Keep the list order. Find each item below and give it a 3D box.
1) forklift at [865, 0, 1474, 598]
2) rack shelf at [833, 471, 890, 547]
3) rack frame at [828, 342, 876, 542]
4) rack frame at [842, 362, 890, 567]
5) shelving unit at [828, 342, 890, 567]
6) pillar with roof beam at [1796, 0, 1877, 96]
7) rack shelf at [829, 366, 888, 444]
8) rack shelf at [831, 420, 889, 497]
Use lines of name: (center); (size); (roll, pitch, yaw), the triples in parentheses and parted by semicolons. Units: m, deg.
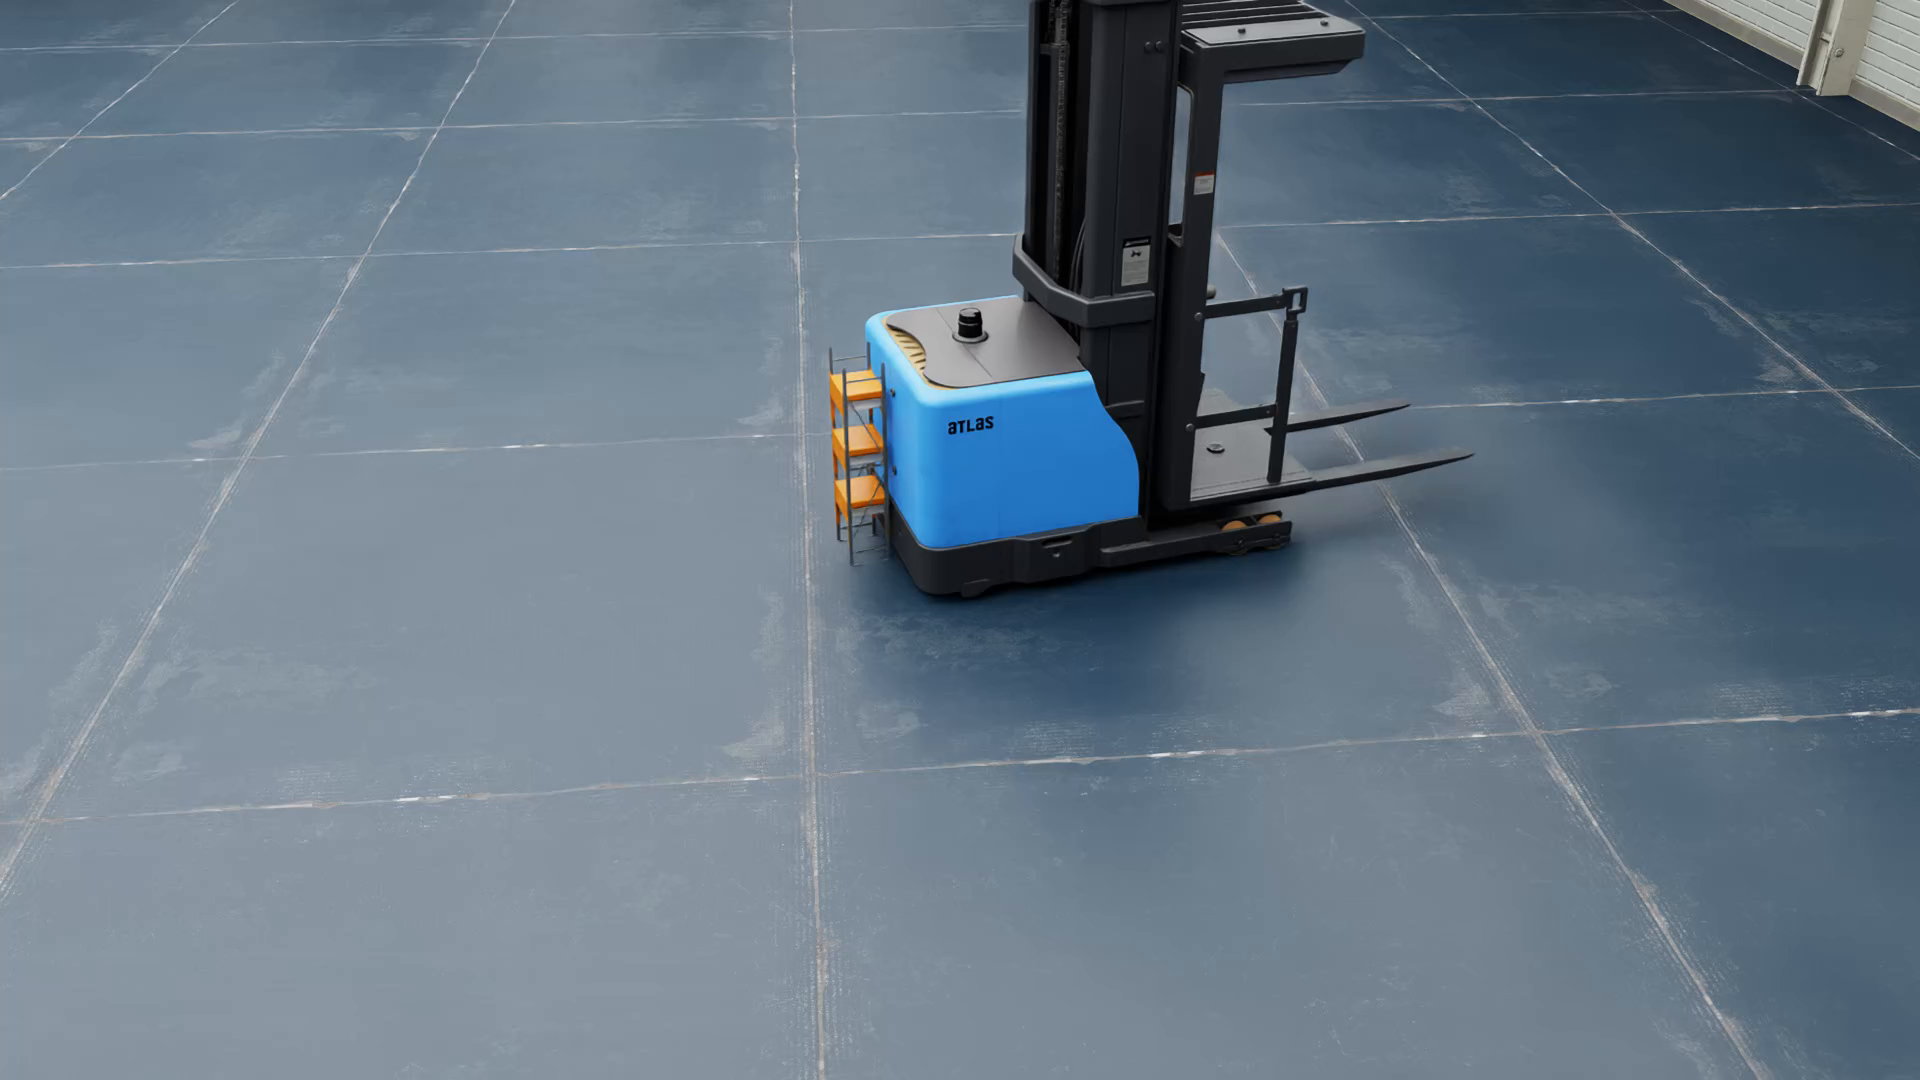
forklift: (1.107, -1.429, 7.784); (3.031, 2.935, 1.130); (-10, 32, -16)
rack shelf: (-0.474, -0.150, 8.040); (0.215, 0.259, 0.240); (-10, 32, -16)
rack frame: (-0.513, -0.457, 7.991); (0.200, 1.050, 0.008); (-10, 32, -16)
rack frame: (-0.436, -0.338, 7.792); (0.200, 1.050, 0.008); (-10, 32, -16)
shelving unit: (-0.475, -0.398, 7.892); (0.215, 1.050, 0.252); (-10, 32, -16)
pillar with roof beam: (3.559, -7.755, 12.458); (9.100, 9.000, 0.400); (-3, 31, -5)
rack shelf: (-0.475, -0.632, 7.752); (0.215, 0.259, 0.240); (-10, 32, -16)
rack shelf: (-0.475, -0.388, 7.897); (0.215, 0.259, 0.240); (-10, 32, -16)
